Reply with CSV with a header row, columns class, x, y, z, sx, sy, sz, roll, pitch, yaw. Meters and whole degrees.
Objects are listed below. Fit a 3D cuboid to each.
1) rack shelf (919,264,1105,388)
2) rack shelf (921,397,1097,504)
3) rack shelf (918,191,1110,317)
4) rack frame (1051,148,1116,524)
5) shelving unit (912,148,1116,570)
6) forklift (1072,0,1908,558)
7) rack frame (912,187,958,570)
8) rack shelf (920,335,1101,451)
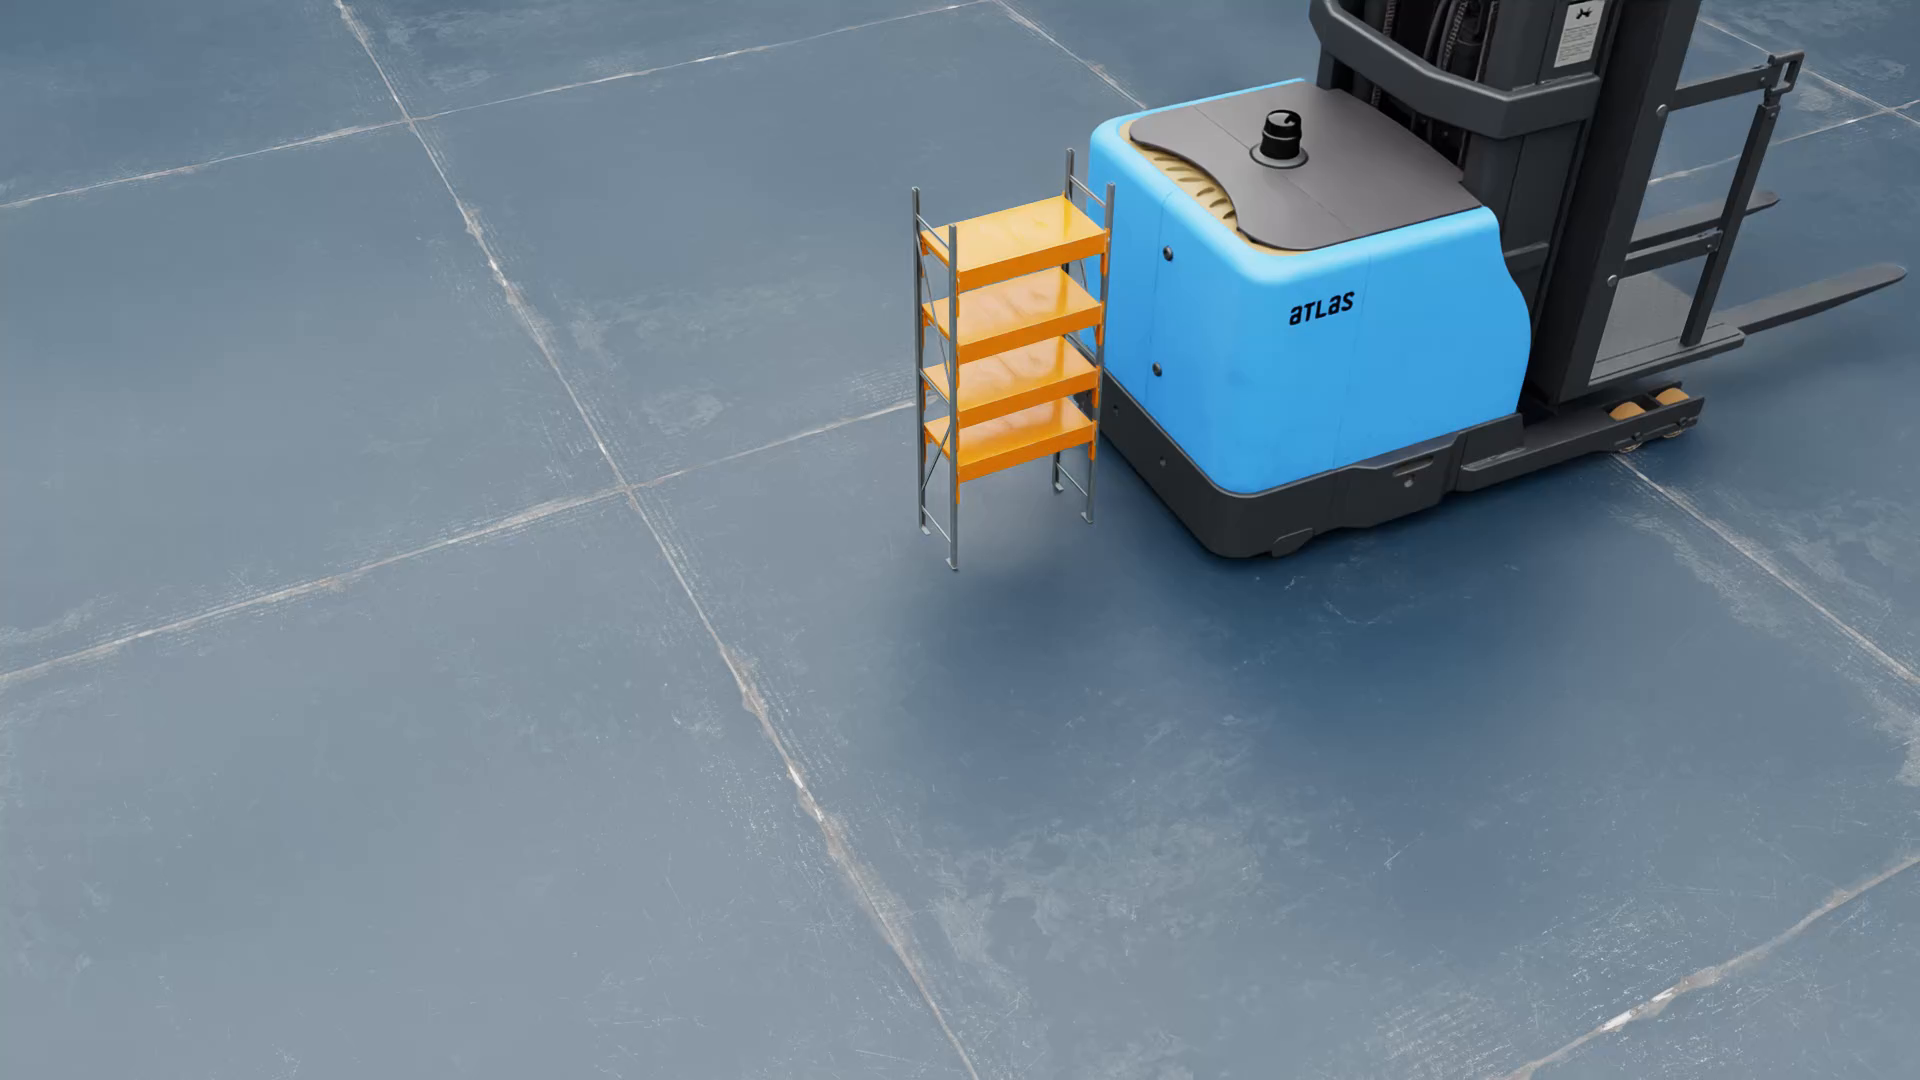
class,x,y,z,sx,sy,sz,roll,pitch,yaw
rack shelf,0.147,-0.627,4.820,0.480,0.148,0.258,-19,44,-21
rack shelf,0.147,-0.304,5.092,0.480,0.148,0.258,-19,44,-21
rack shelf,0.147,-0.807,4.667,0.480,0.148,0.258,-19,44,-21
rack frame,0.363,-0.580,5.007,0.015,1.200,0.240,-19,44,-21
shelving unit,0.147,-0.507,4.921,0.503,1.200,0.258,-19,44,-21
forklift,1.945,-1.706,4.997,3.031,2.935,1.130,-17,43,-19
rack frame,-0.070,-0.435,4.835,0.015,1.200,0.240,-19,44,-21
rack shelf,0.147,-0.456,4.964,0.480,0.148,0.258,-19,44,-21
